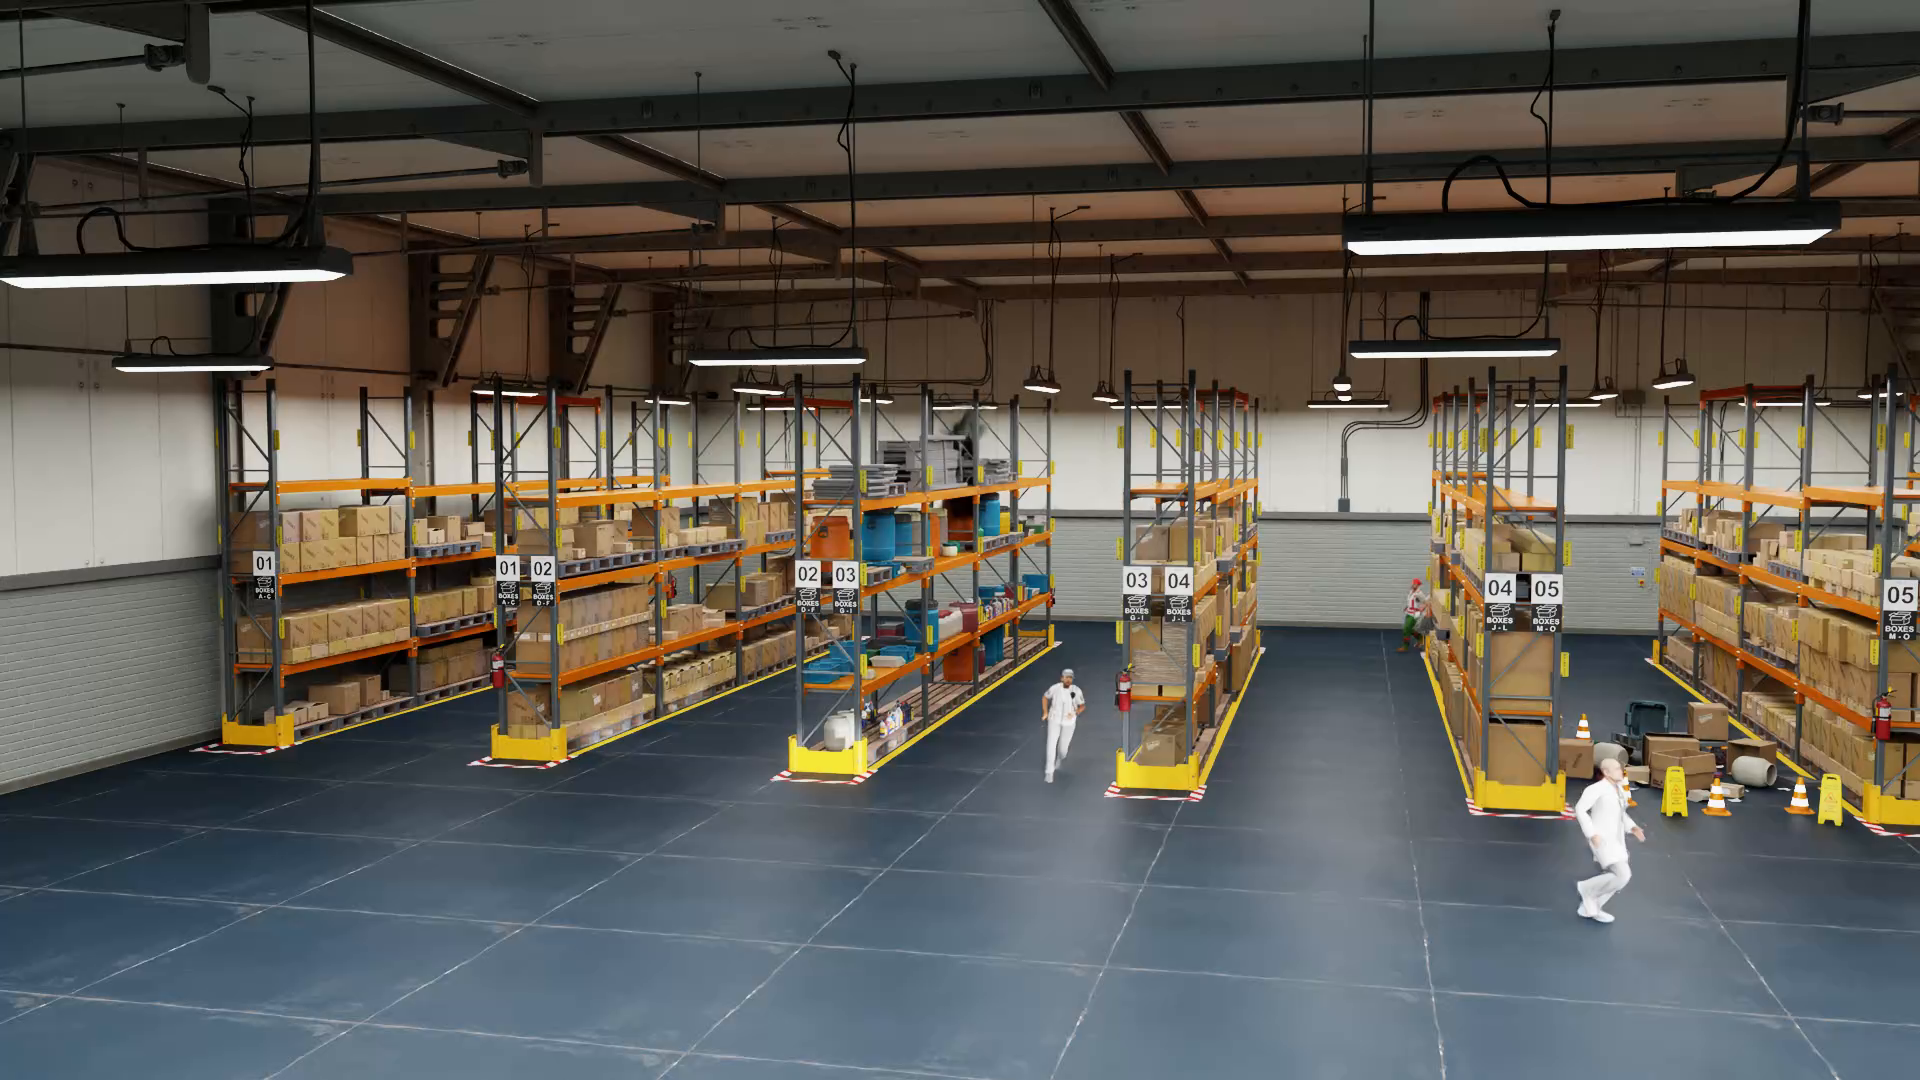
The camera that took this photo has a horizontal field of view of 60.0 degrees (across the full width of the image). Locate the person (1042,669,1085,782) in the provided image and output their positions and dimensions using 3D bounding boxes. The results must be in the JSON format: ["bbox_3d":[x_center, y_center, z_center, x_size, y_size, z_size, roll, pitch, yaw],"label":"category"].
[{"bbox_3d":[1.534,2.727,24.683,0.644,1.656,0.805,0,3,7],"label":"person"}]

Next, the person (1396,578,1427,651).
[{"bbox_3d":[10.775,1.774,39.297,0.777,1.739,0.725,-1,4,-15],"label":"person"}]

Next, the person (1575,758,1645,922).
[{"bbox_3d":[6.718,3.113,17.213,0.660,1.715,0.653,-3,5,-41],"label":"person"}]

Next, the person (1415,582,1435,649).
[{"bbox_3d":[11.165,1.777,39.639,0.735,1.695,0.720,2,4,31],"label":"person"}]
